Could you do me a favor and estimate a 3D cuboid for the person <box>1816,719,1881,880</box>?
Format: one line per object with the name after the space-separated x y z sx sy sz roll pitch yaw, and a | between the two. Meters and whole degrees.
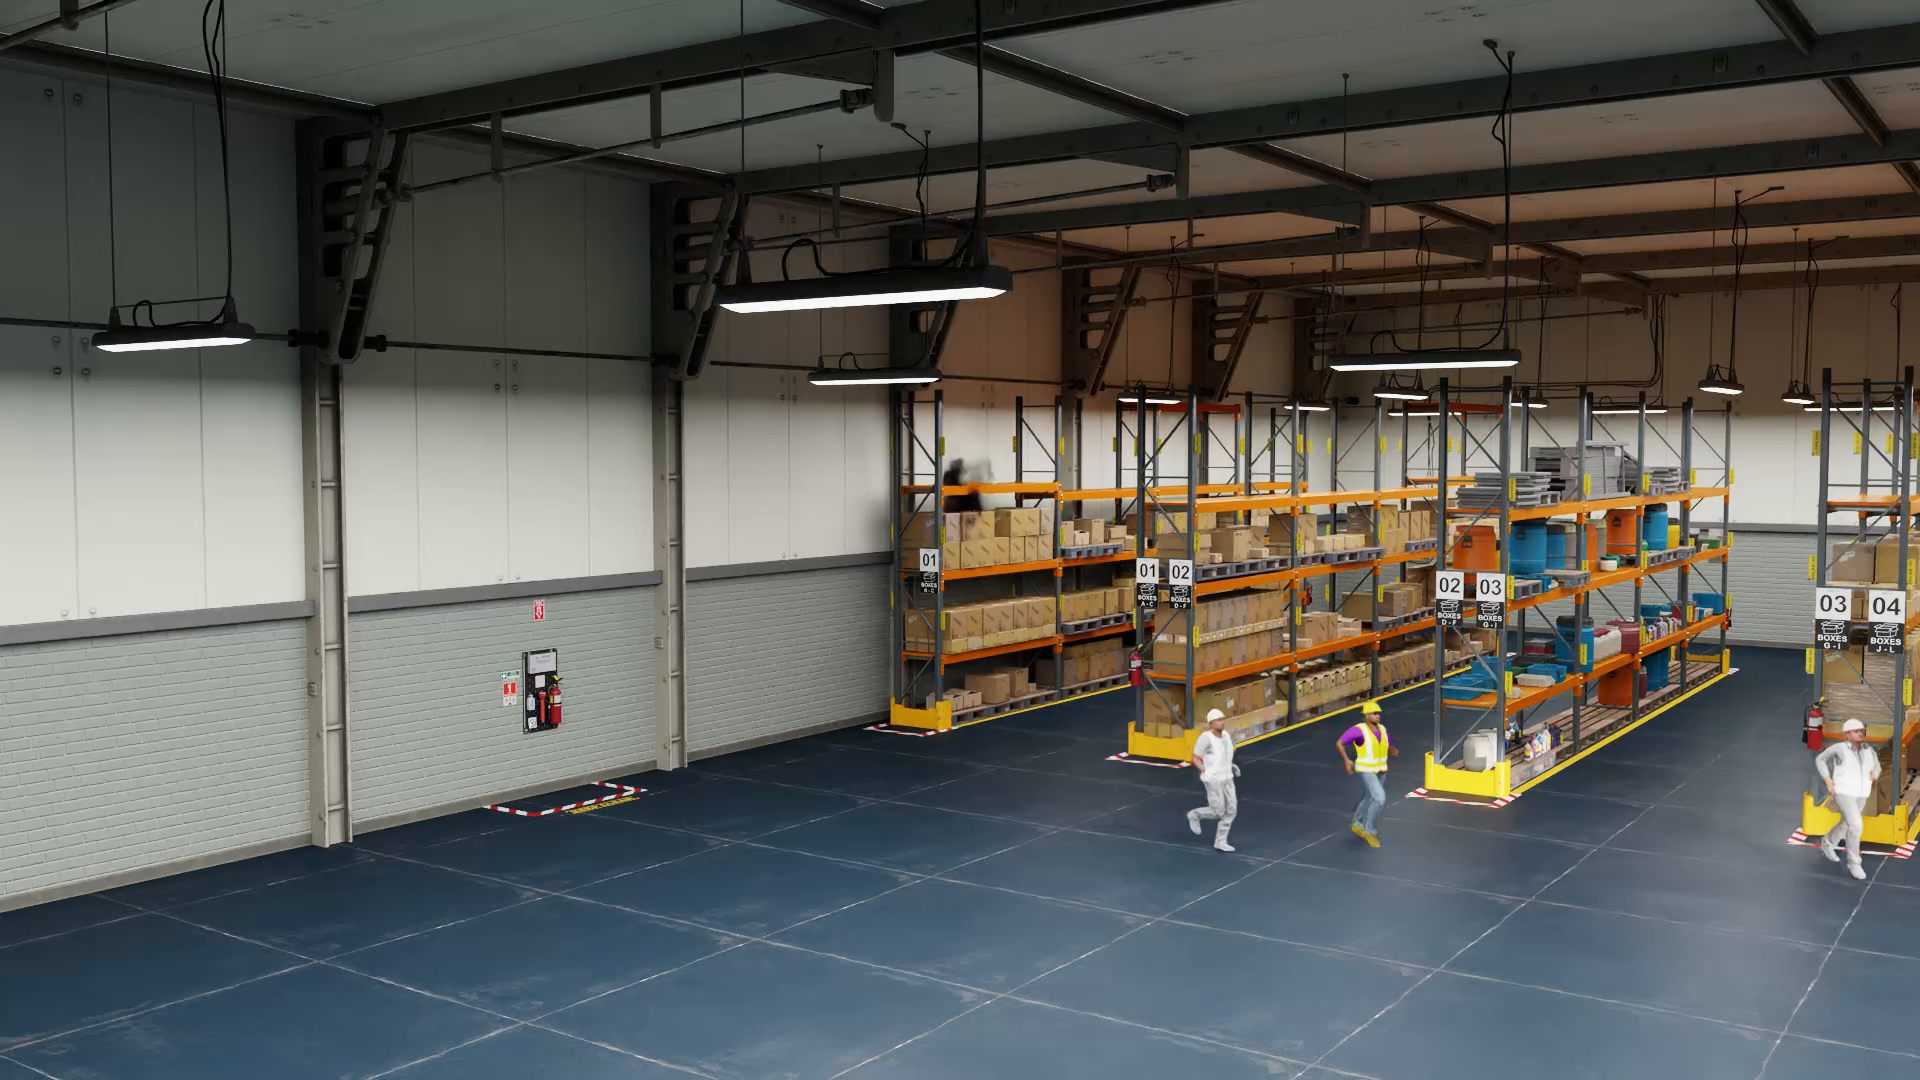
10.504 3.001 19.605 0.649 1.807 0.856 -1 3 -13 | person

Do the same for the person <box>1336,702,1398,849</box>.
5.173 2.947 20.899 0.669 1.823 0.751 -2 4 -34 | person

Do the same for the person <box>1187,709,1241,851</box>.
3.167 2.970 20.703 0.683 1.743 0.689 -3 4 -40 | person
